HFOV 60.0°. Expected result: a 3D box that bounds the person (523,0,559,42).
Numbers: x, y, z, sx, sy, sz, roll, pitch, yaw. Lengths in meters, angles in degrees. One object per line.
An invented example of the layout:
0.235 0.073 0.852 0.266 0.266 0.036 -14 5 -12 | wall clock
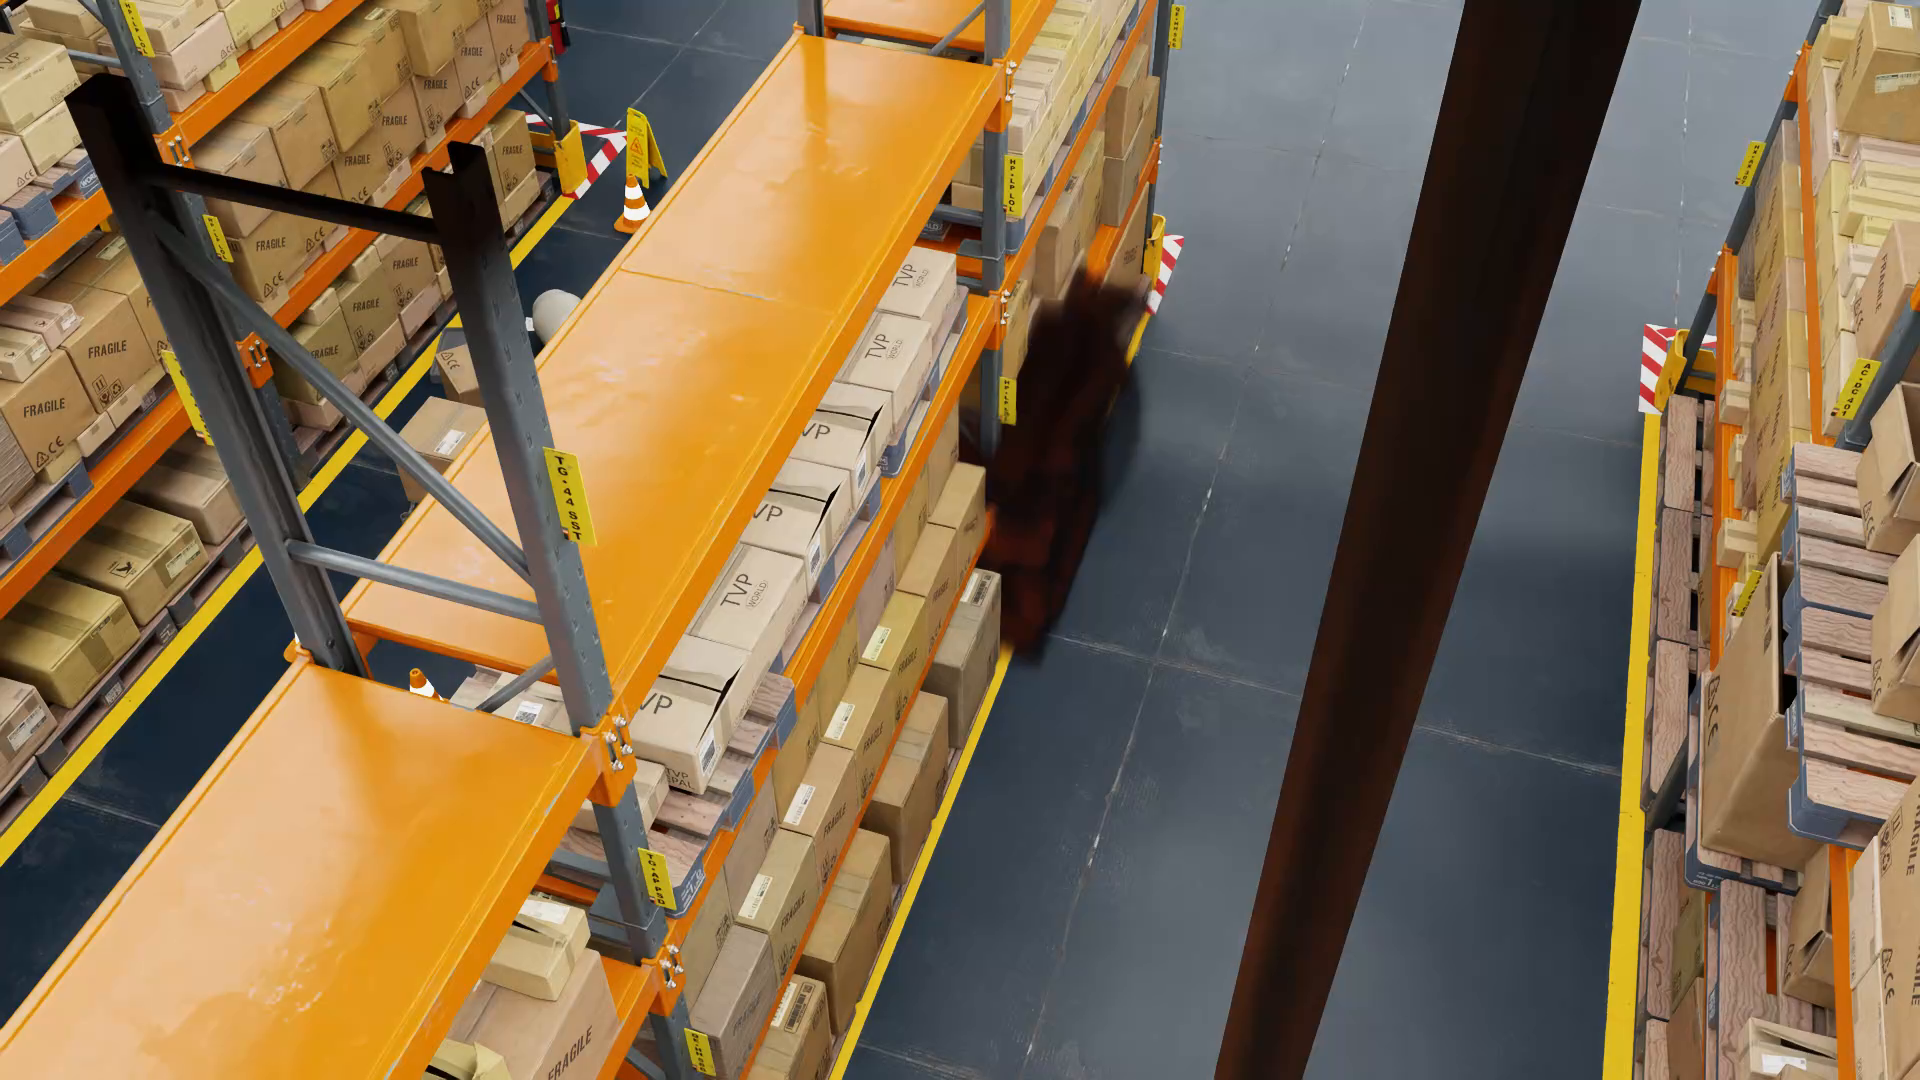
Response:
-3.873 -5.194 15.063 0.459 1.713 0.506 -9 46 -9 | person
